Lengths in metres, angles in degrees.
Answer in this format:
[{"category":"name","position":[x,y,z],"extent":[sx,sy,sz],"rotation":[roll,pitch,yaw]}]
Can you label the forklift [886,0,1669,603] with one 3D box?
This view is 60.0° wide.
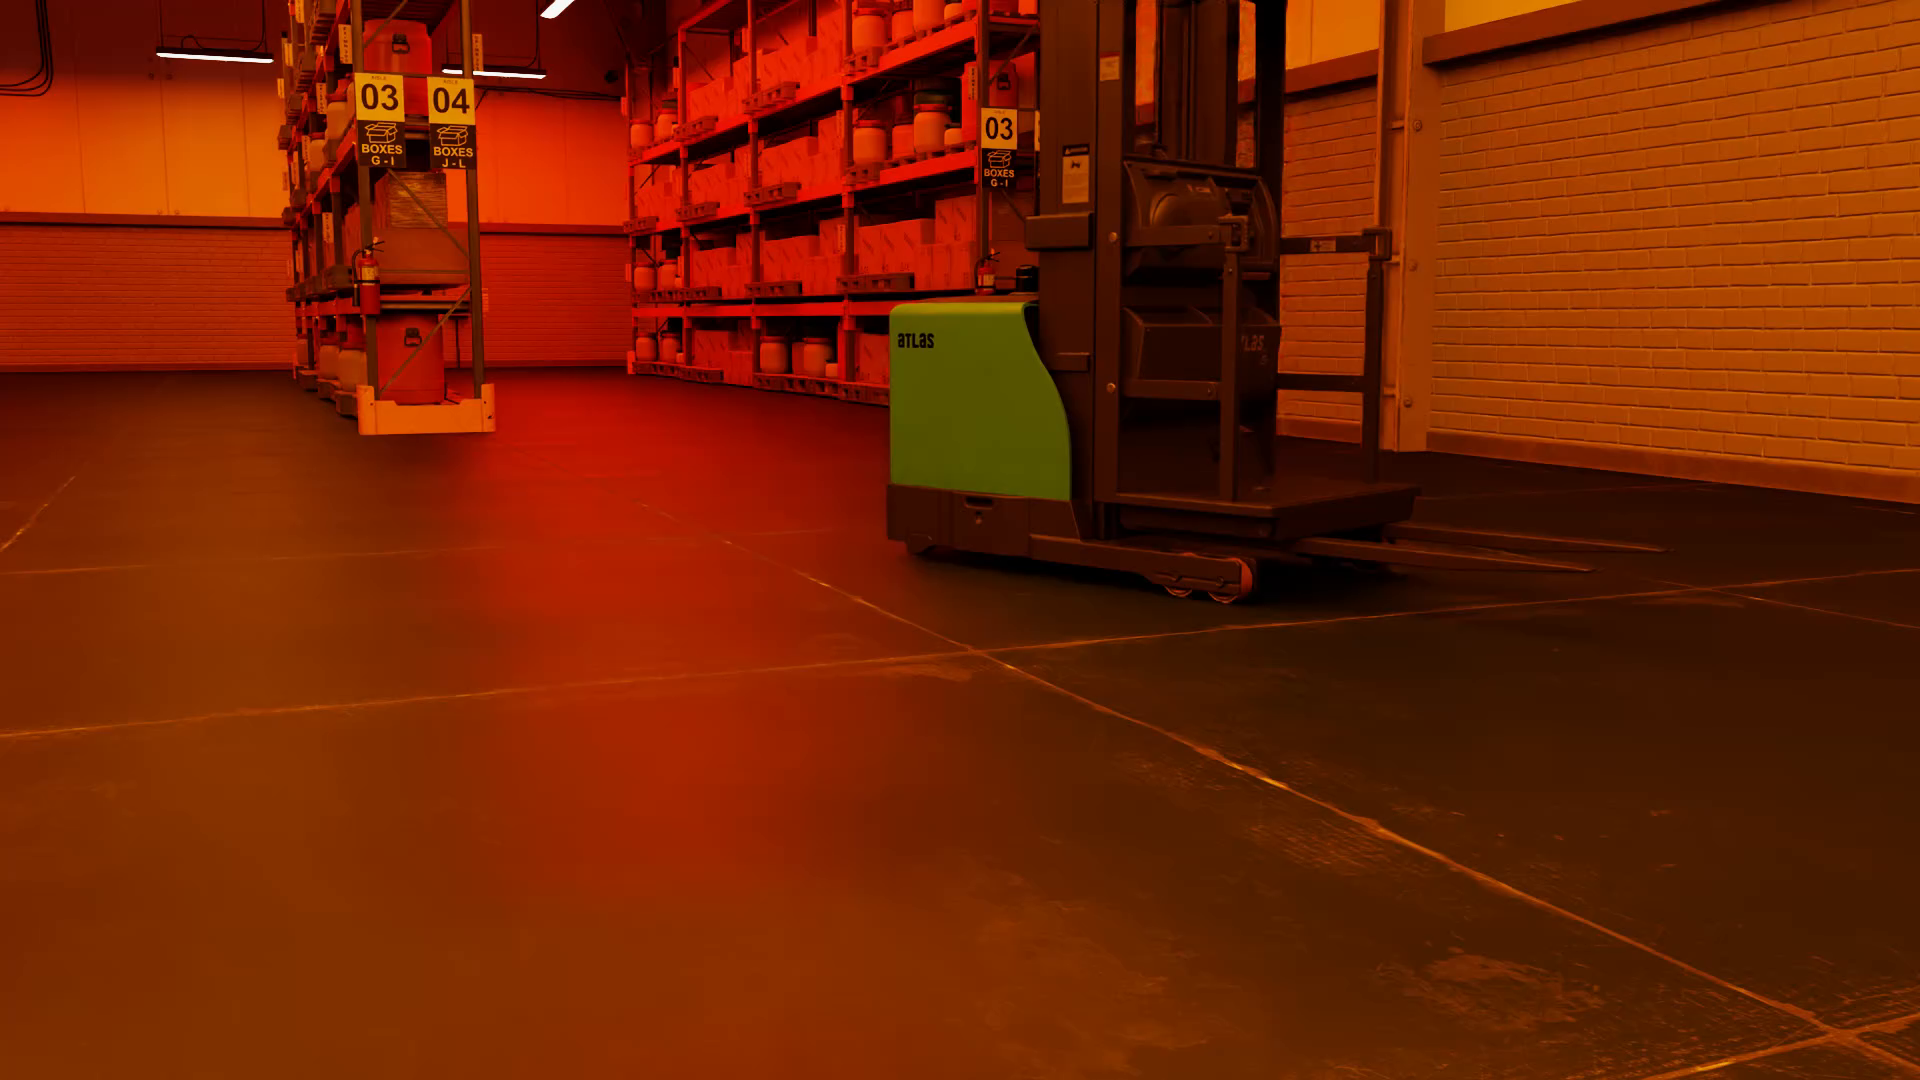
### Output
[{"category":"forklift","position":[1.102,-1.303,6.323],"extent":[3.031,2.935,1.130],"rotation":[7,10,43]}]
